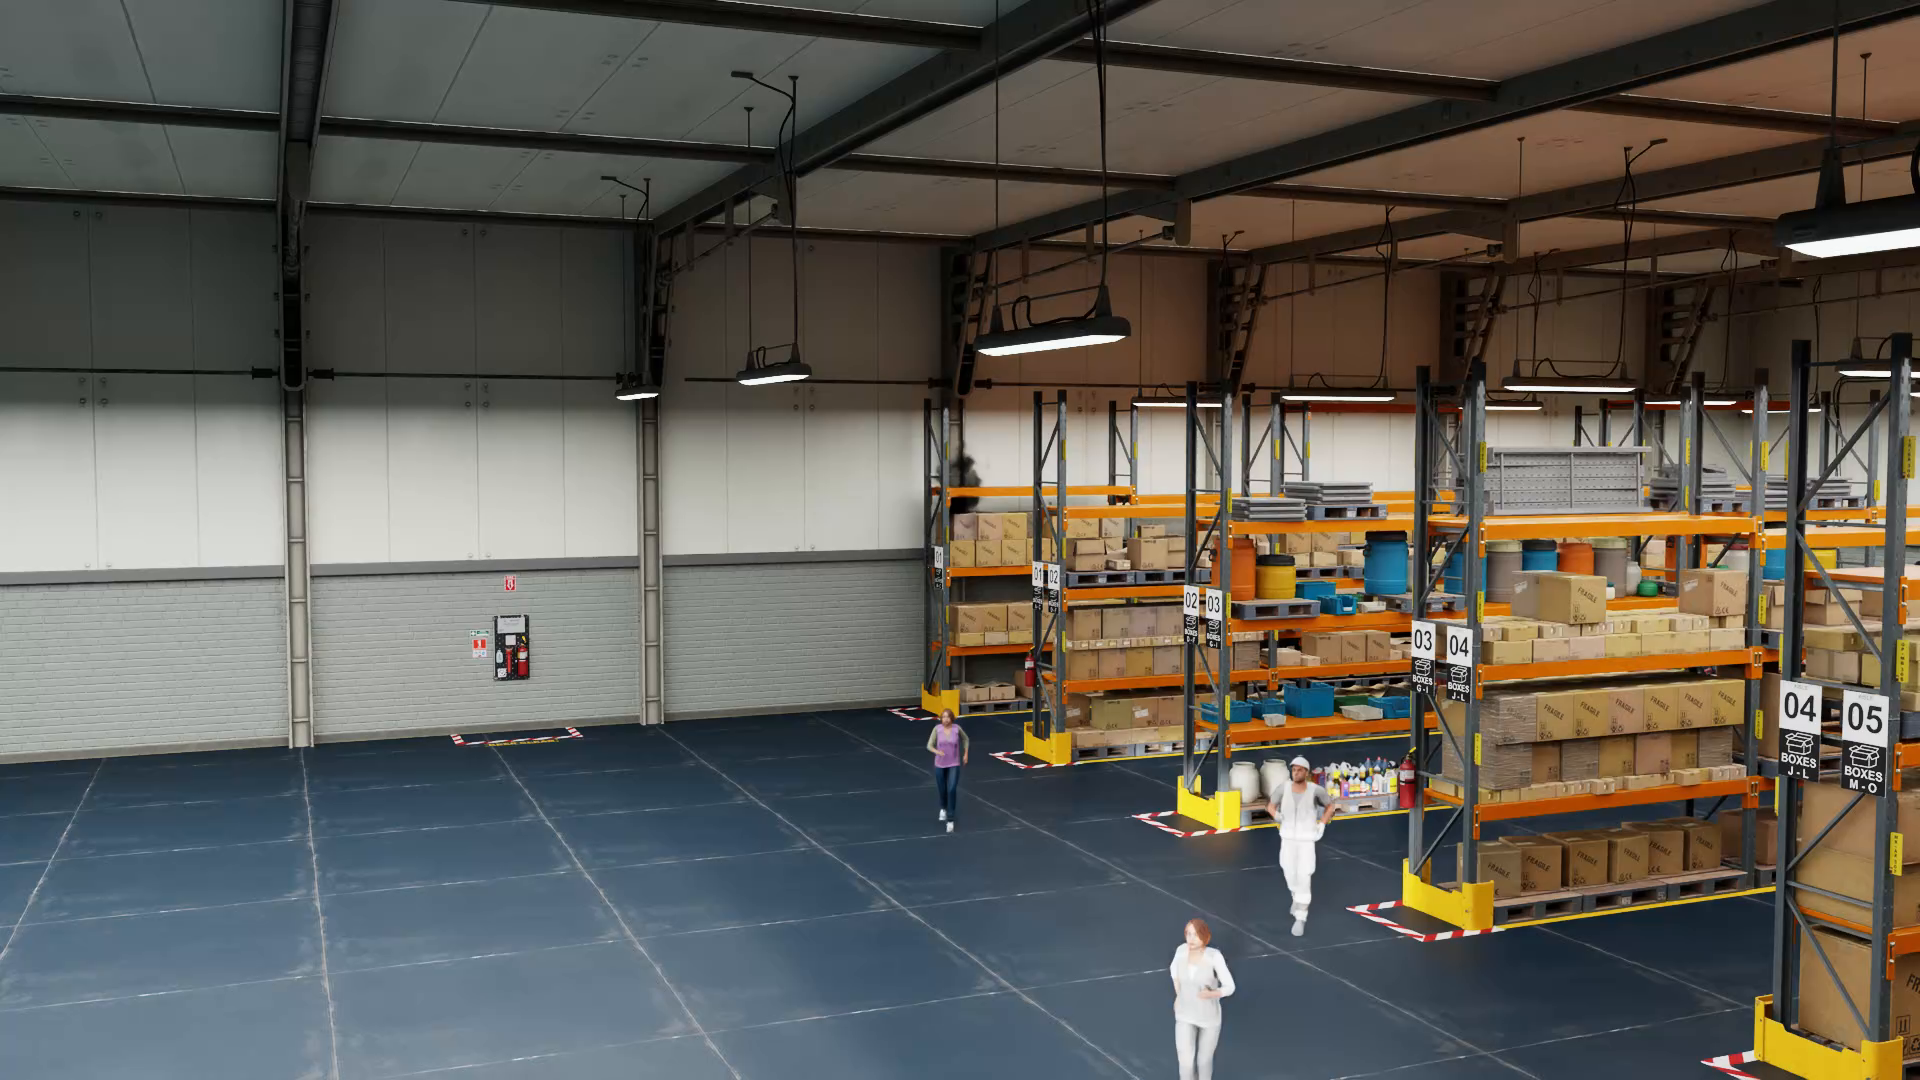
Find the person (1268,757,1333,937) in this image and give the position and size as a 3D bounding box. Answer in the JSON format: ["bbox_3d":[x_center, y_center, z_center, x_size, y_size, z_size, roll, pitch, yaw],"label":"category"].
[{"bbox_3d":[3.590,3.211,17.736,0.659,1.809,0.873,2,4,28],"label":"person"}]

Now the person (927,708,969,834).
[{"bbox_3d":[-0.163,3.050,22.274,0.557,1.634,0.758,0,3,3],"label":"person"}]

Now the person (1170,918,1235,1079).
[{"bbox_3d":[1.812,3.630,12.493,0.516,1.637,0.764,1,3,16],"label":"person"}]
